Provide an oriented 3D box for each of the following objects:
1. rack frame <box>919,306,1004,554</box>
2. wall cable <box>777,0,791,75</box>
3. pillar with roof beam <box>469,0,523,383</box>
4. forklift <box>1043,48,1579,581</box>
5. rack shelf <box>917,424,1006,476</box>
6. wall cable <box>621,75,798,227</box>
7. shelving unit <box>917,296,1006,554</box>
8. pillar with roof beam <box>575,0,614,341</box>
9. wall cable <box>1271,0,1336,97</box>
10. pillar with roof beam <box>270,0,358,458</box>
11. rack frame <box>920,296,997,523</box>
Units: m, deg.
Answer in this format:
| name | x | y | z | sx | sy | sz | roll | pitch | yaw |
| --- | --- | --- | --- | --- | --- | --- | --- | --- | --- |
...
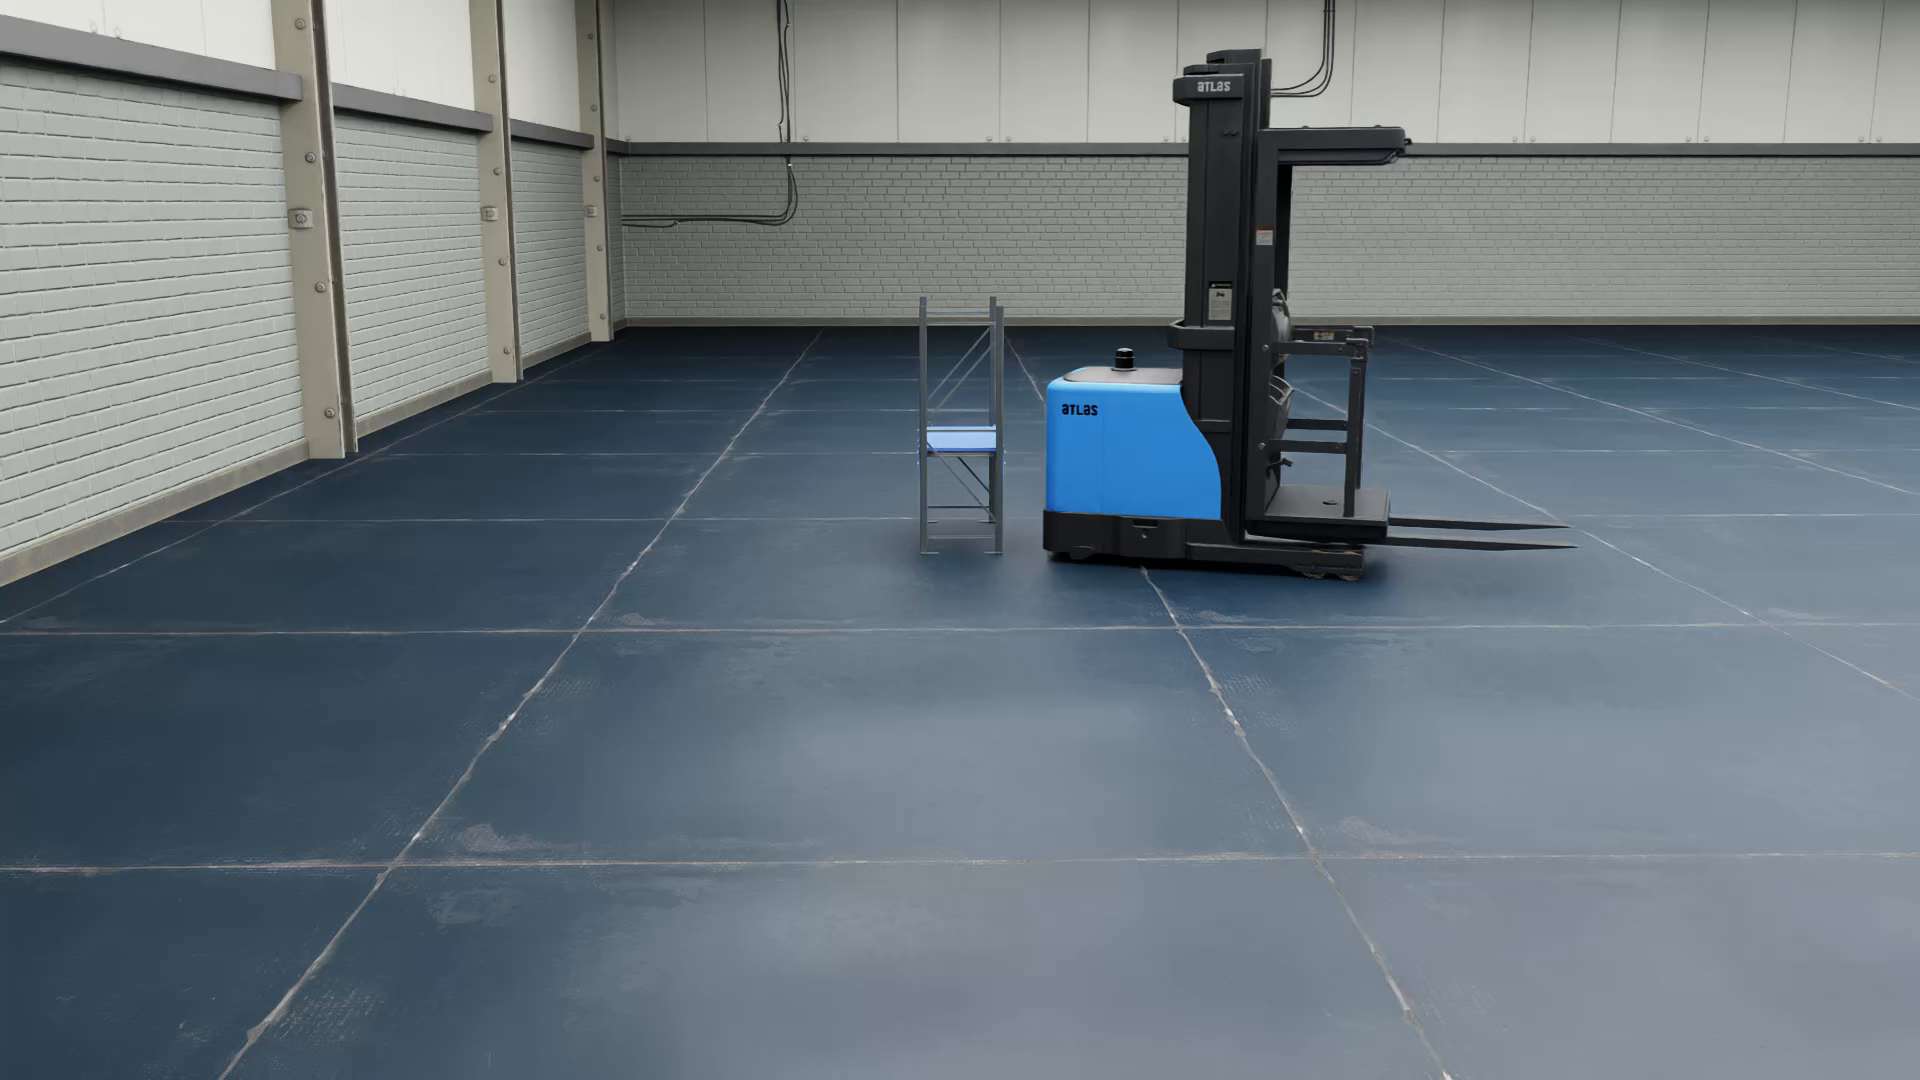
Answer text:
| name | x | y | z | sx | sy | sz | roll | pitch | yaw |
| --- | --- | --- | --- | --- | --- | --- | --- | --- | --- |
| rack frame | 0.009 | -0.651 | 9.995 | 0.500 | 1.500 | 0.032 | 0 | 11 | -1 |
| wall cable | -1.614 | -9.074 | 27.763 | 3.097 | 2.526 | 0.112 | 0 | 11 | -1 |
| pillar with roof beam | -1.152 | -6.344 | 19.196 | 9.100 | 9.000 | 0.400 | 0 | 11 | -1 |
| forklift | 2.071 | -1.324 | 9.713 | 3.031 | 2.935 | 1.130 | 3 | 12 | 15 |
| rack shelf | -0.002 | -0.576 | 10.529 | 0.538 | 0.185 | 1.000 | 0 | 11 | -1 |
| wall cable | -4.319 | -6.588 | 28.210 | 3.097 | 2.526 | 0.112 | 0 | 11 | -1 |
| shelving unit | -0.002 | -0.752 | 10.494 | 0.538 | 1.500 | 1.048 | 0 | 11 | -1 |
| pillar with roof beam | -1.276 | -7.537 | 25.075 | 9.100 | 9.000 | 0.400 | 0 | 11 | -1 |
| wall cable | 5.173 | -9.813 | 27.740 | 2.305 | 6.003 | 0.169 | 0 | 11 | -1 |
| pillar with roof beam | -1.028 | -5.151 | 13.317 | 9.100 | 9.000 | 0.400 | 0 | 11 | -1 |
| rack frame | -0.012 | -0.853 | 10.992 | 0.500 | 1.500 | 0.032 | 0 | 11 | -1 |
